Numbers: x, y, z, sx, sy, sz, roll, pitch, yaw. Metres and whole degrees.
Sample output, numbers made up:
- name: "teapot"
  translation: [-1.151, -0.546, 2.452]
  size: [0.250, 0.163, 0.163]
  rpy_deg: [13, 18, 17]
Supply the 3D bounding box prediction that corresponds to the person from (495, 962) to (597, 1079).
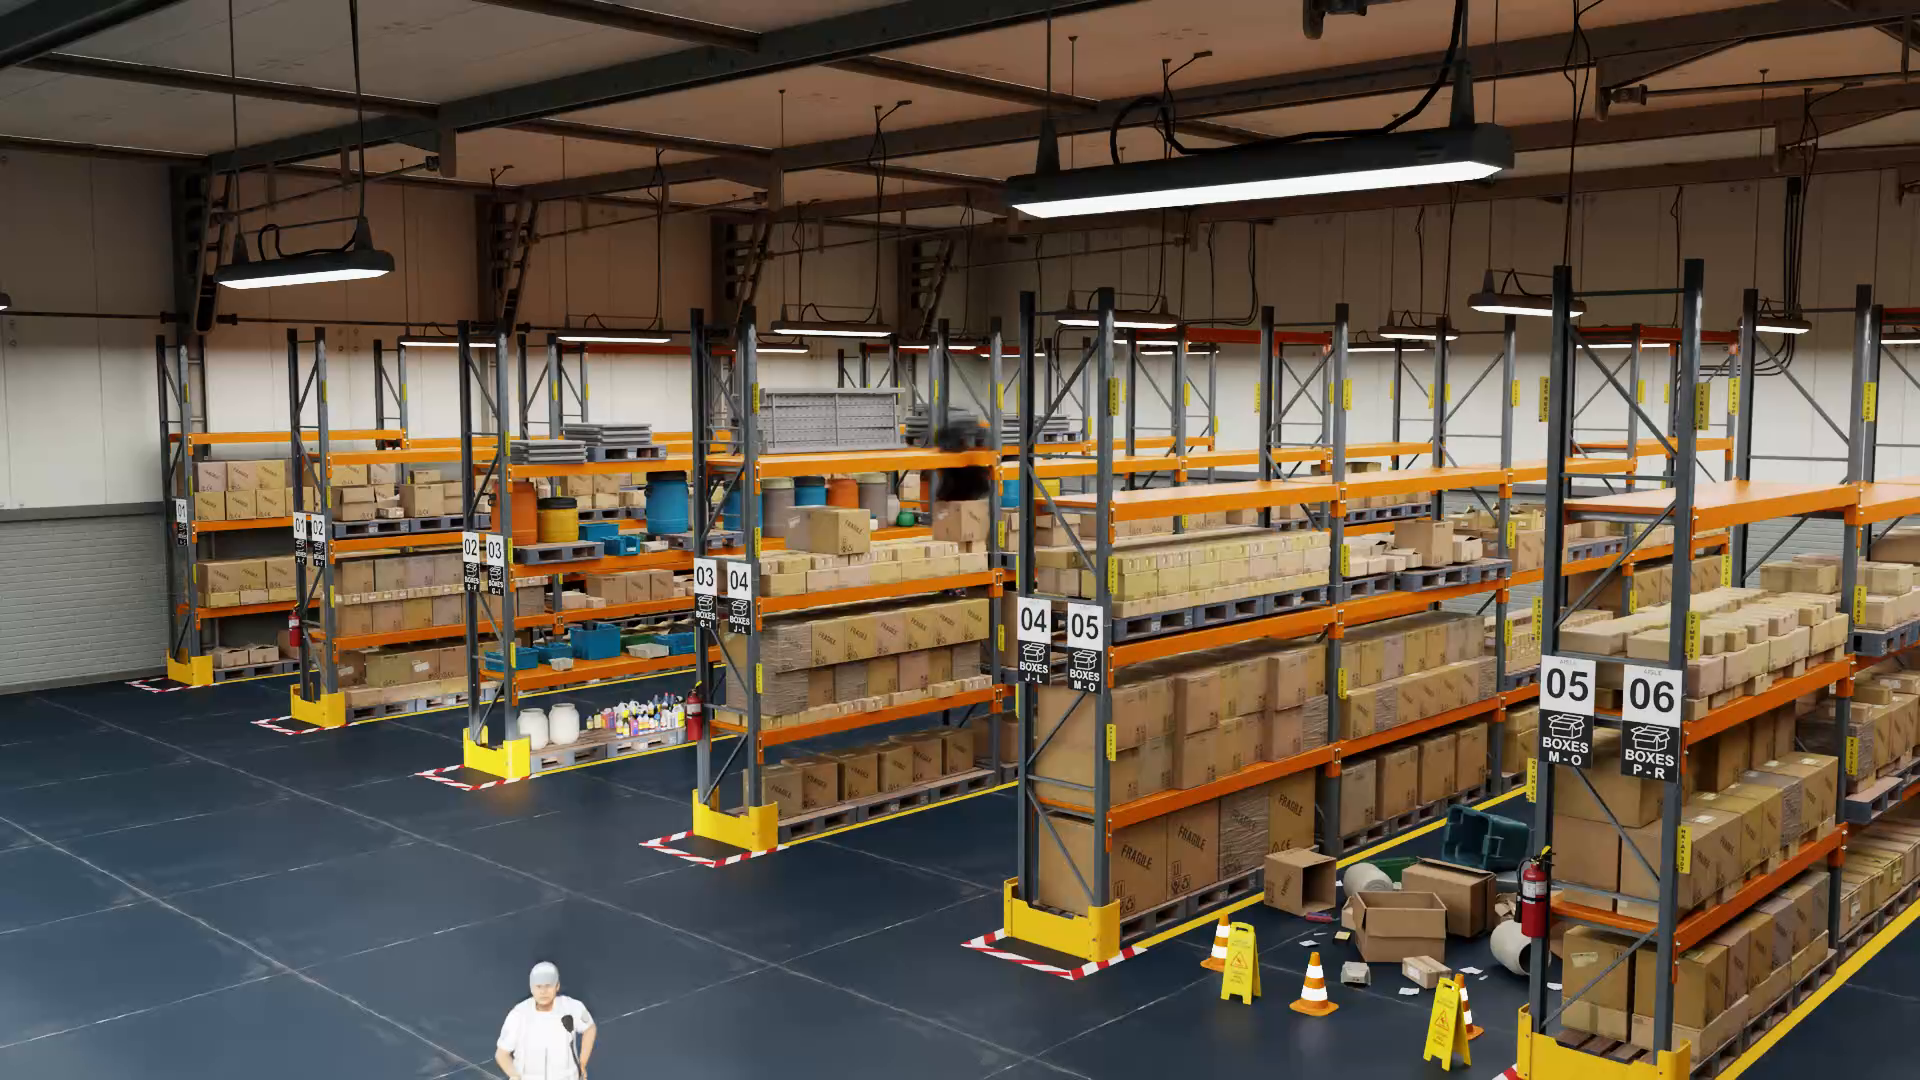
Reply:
- name: "person"
  translation: [-2.525, 3.394, 10.202]
  size: [0.598, 1.658, 0.849]
  rpy_deg: [-1, 6, -13]
